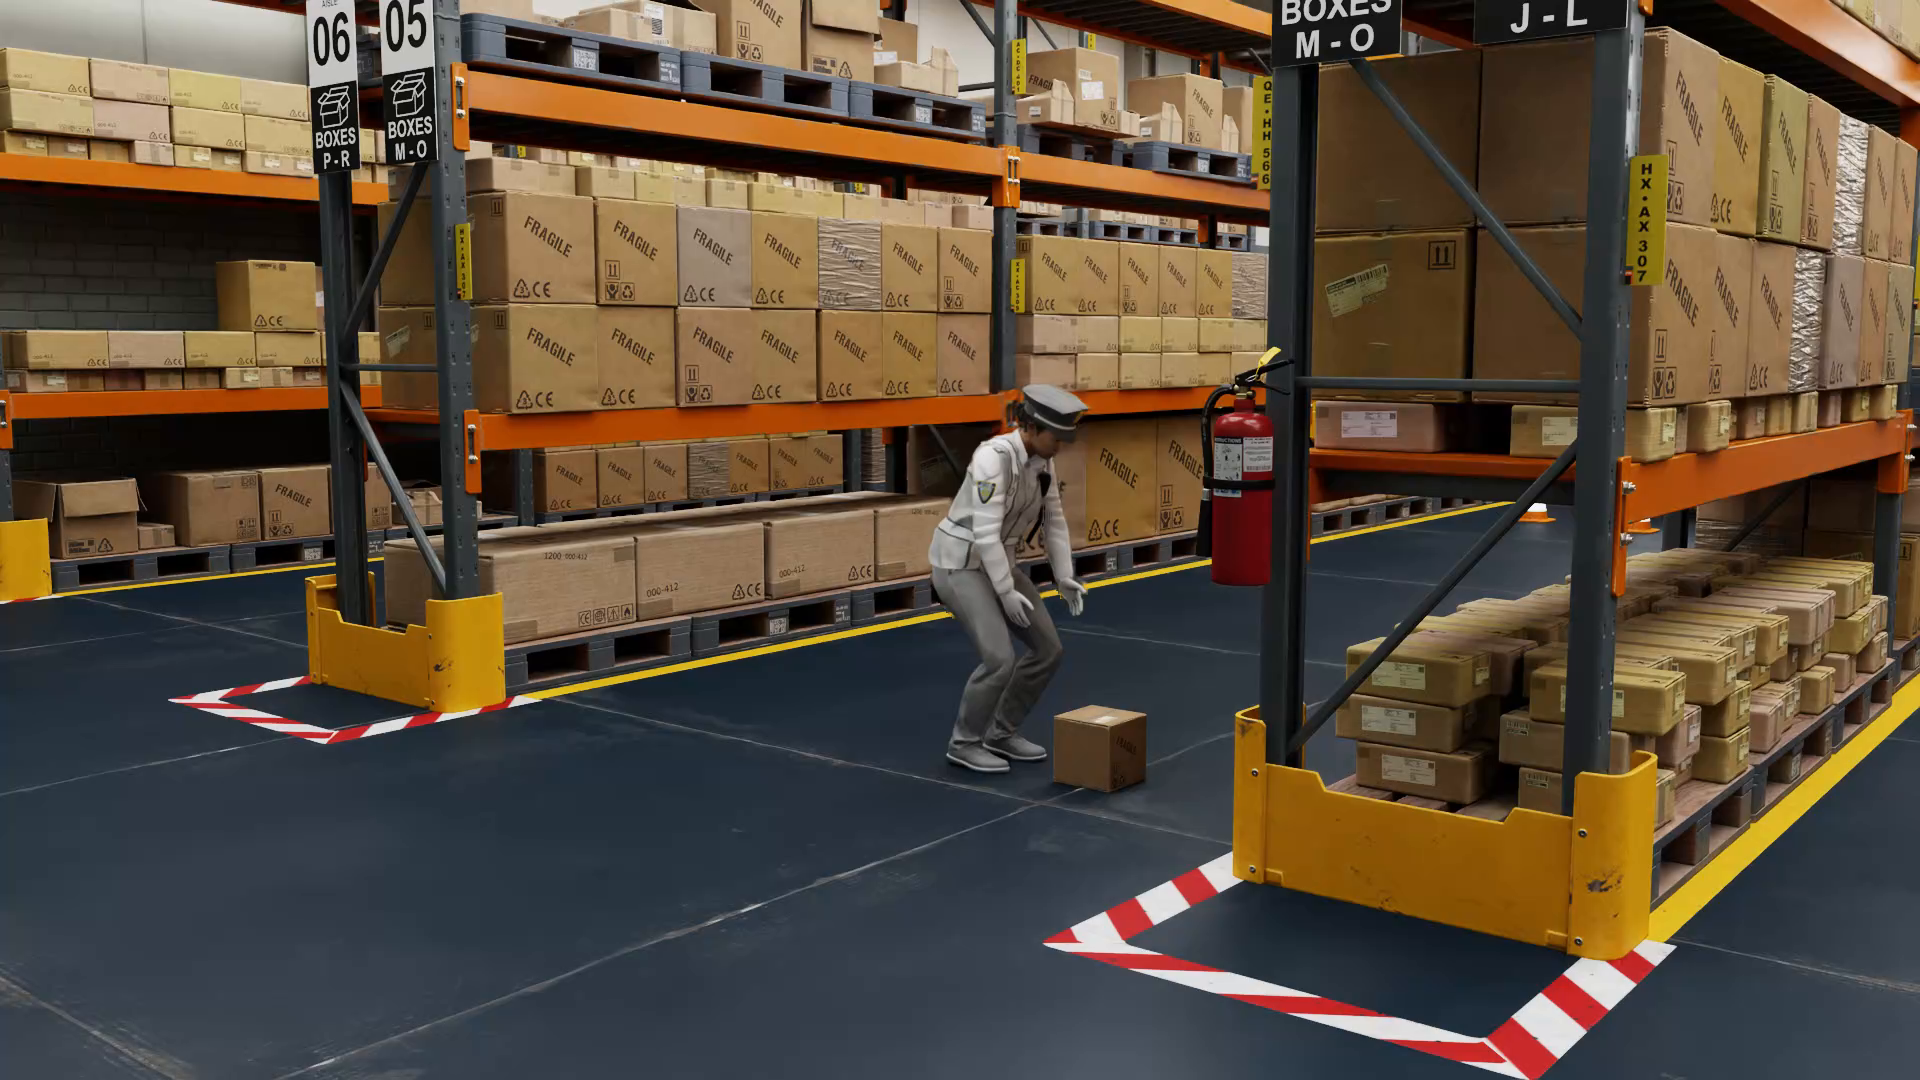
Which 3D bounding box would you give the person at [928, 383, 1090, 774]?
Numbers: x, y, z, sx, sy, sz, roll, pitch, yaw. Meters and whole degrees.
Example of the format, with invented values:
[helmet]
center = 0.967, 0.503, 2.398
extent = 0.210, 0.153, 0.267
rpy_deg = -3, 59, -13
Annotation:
[person]
center = 0.203, 0.139, 6.407
extent = 0.634, 1.479, 0.531
rpy_deg = 6, 9, 39
